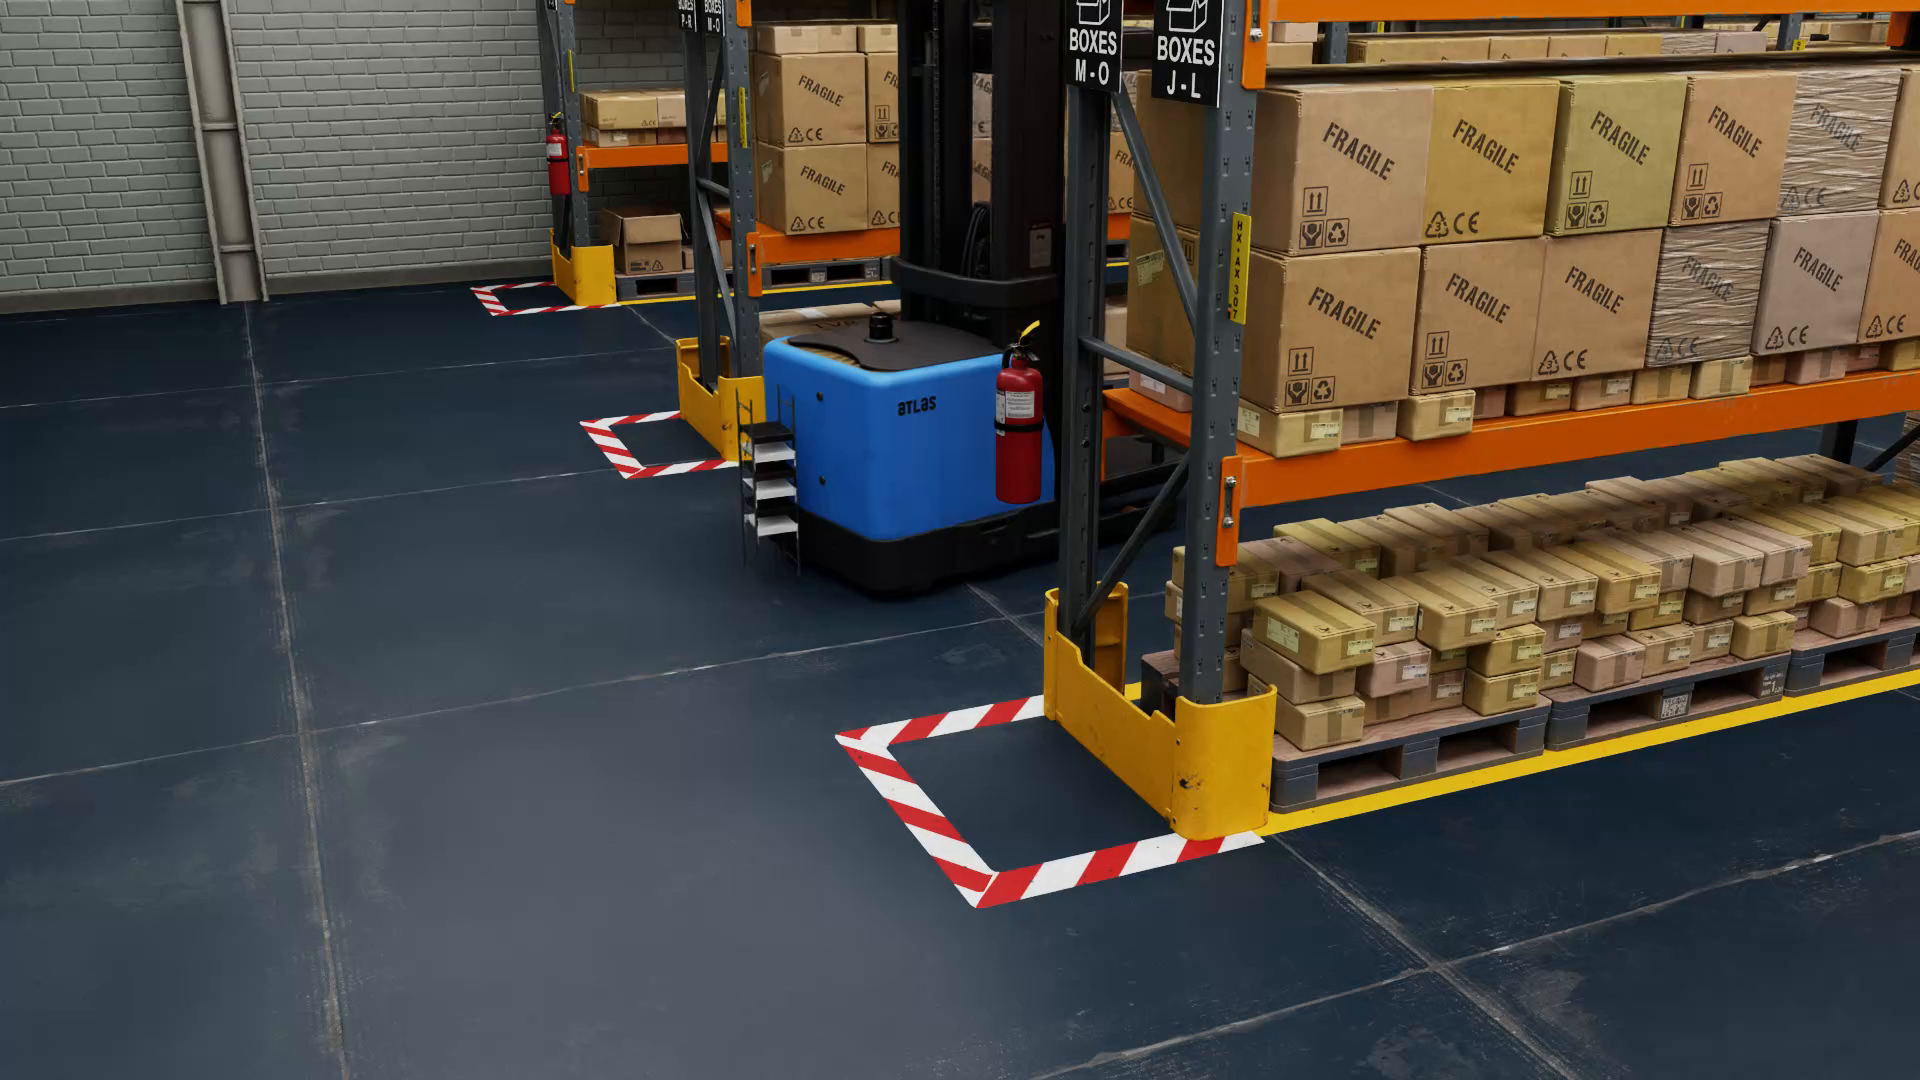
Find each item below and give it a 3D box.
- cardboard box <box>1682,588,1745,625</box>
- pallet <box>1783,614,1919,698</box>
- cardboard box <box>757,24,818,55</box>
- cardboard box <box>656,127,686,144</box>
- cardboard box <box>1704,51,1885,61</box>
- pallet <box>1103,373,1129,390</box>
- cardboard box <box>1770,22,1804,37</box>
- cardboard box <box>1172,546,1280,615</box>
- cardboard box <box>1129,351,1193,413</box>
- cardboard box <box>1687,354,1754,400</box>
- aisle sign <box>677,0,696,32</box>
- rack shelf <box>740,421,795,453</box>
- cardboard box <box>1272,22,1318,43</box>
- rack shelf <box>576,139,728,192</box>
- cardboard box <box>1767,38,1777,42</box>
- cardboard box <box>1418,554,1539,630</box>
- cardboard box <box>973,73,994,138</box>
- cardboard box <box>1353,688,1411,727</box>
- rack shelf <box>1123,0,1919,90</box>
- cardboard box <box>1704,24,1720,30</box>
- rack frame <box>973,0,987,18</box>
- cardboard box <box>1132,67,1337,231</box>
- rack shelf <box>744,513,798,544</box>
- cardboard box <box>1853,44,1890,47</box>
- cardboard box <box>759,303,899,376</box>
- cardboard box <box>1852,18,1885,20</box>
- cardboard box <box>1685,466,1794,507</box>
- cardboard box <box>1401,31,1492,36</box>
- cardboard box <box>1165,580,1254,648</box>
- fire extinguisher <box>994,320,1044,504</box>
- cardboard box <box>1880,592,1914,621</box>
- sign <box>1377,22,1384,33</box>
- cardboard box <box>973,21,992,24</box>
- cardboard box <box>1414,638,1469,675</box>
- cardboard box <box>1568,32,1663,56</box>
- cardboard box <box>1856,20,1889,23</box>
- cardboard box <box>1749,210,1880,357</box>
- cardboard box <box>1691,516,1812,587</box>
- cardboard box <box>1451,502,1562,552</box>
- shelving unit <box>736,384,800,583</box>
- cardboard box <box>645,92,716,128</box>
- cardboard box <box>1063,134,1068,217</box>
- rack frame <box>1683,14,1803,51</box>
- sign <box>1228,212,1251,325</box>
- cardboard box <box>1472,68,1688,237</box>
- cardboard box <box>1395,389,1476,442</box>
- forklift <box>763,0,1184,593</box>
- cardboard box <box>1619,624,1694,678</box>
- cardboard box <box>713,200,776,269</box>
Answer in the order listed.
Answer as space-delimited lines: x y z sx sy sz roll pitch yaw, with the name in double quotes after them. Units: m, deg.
2.906 0.191 6.676 0.250 0.149 0.380 -9 21 -24 "cardboard box"
3.699 0.309 7.327 1.213 0.211 1.003 -8 21 -22 "pallet"
-0.989 -2.863 9.503 0.250 0.149 0.380 -8 21 -21 "cardboard box"
-2.541 -3.523 14.388 0.250 0.149 0.380 -8 21 -23 "cardboard box"
3.321 -1.707 6.749 0.500 0.500 0.500 -9 21 -24 "cardboard box"
0.397 -1.048 11.182 1.213 0.211 1.003 -8 21 -22 "pallet"
9.408 -5.844 19.028 0.250 0.149 0.380 -8 21 -22 "cardboard box"
1.014 0.140 6.373 0.250 0.149 0.380 -8 21 -21 "cardboard box"
0.816 -0.590 6.059 0.250 0.149 0.380 -8 21 -22 "cardboard box"
2.725 -0.650 6.231 0.250 0.149 0.380 -8 21 -21 "cardboard box"
-1.614 -3.387 9.710 0.004 0.787 0.394 -8 21 -22 "aisle sign"
-0.914 -0.491 7.850 0.200 0.077 0.258 -8 21 -23 "rack shelf"
2.091 -3.289 10.714 0.250 0.149 0.380 -9 21 -23 "cardboard box"
-1.558 -3.512 15.065 4.000 0.370 1.077 -8 21 -22 "rack shelf"
8.984 -5.603 18.792 0.250 0.149 0.380 -8 21 -22 "cardboard box"
1.927 0.196 6.212 0.250 0.149 0.380 -9 21 -25 "cardboard box"
0.070 -2.711 10.048 0.500 0.500 0.500 -8 21 -22 "cardboard box"
1.444 0.537 6.142 0.250 0.149 0.380 -8 21 -22 "cardboard box"
2.465 -1.918 6.019 4.000 0.370 1.077 -8 21 -22 "rack shelf"
8.232 -5.680 18.561 0.250 0.149 0.380 -8 21 -21 "cardboard box"
0.279 -4.115 15.692 0.127 3.000 1.000 -8 21 -22 "rack frame"
0.950 -1.374 5.805 0.500 0.500 0.500 -9 21 -23 "cardboard box"
-0.914 -0.067 8.000 0.200 0.077 0.258 -8 21 -23 "rack shelf"
7.386 -3.645 13.126 0.500 0.500 0.500 -8 21 -21 "cardboard box"
-0.858 -1.182 10.589 0.875 0.438 0.875 -9 21 -24 "cardboard box"
10.904 -6.208 20.062 0.250 0.149 0.380 -9 21 -23 "cardboard box"
3.414 -0.191 7.312 0.250 0.149 0.380 -8 21 -23 "cardboard box"
3.504 -3.387 11.969 0.500 0.500 0.500 -7 21 -20 "cardboard box"
1.000 0.271 6.449 0.250 0.149 0.380 -9 21 -23 "cardboard box"
0.215 -0.475 6.031 0.183 0.674 0.296 -8 21 -22 "fire extinguisher"
3.805 0.205 7.083 0.250 0.149 0.380 -8 21 -20 "cardboard box"
4.175 -4.986 16.541 0.005 0.325 0.100 -8 21 -22 "sign"
0.208 -3.029 9.975 0.250 0.149 0.380 -8 21 -21 "cardboard box"
1.675 0.358 6.200 0.250 0.149 0.380 -8 21 -21 "cardboard box"
4.623 -3.366 11.908 0.500 0.500 0.500 -8 21 -22 "cardboard box"
10.608 -5.991 19.445 0.250 0.149 0.380 -8 21 -21 "cardboard box"
3.035 -1.010 6.276 0.500 0.500 0.500 -8 21 -22 "cardboard box"
3.152 0.041 6.652 0.250 0.149 0.380 -9 21 -25 "cardboard box"
2.229 -0.016 6.817 0.250 0.149 0.380 -9 21 -24 "cardboard box"
-0.914 -0.268 7.929 0.210 0.900 0.258 -8 21 -23 "shelving unit"
-2.408 -3.702 14.298 0.500 0.250 0.500 -8 21 -21 "cardboard box"
0.511 -2.306 10.403 0.500 0.500 0.500 -7 21 -20 "cardboard box"
5.921 -3.128 12.889 0.127 3.000 1.000 -8 21 -22 "rack frame"
0.844 -0.822 5.037 0.005 0.325 0.100 -8 21 -22 "sign"
2.093 -1.346 5.726 0.500 0.500 0.500 -9 21 -23 "cardboard box"
1.542 -0.469 5.715 0.250 0.149 0.380 -9 21 -23 "cardboard box"
0.506 -1.514 8.408 3.031 2.935 1.130 -15 24 -35 "forklift"
2.652 0.388 6.563 0.250 0.149 0.380 -8 21 -22 "cardboard box"
-1.995 -2.760 14.975 0.500 0.500 0.700 -7 21 -20 "cardboard box"
